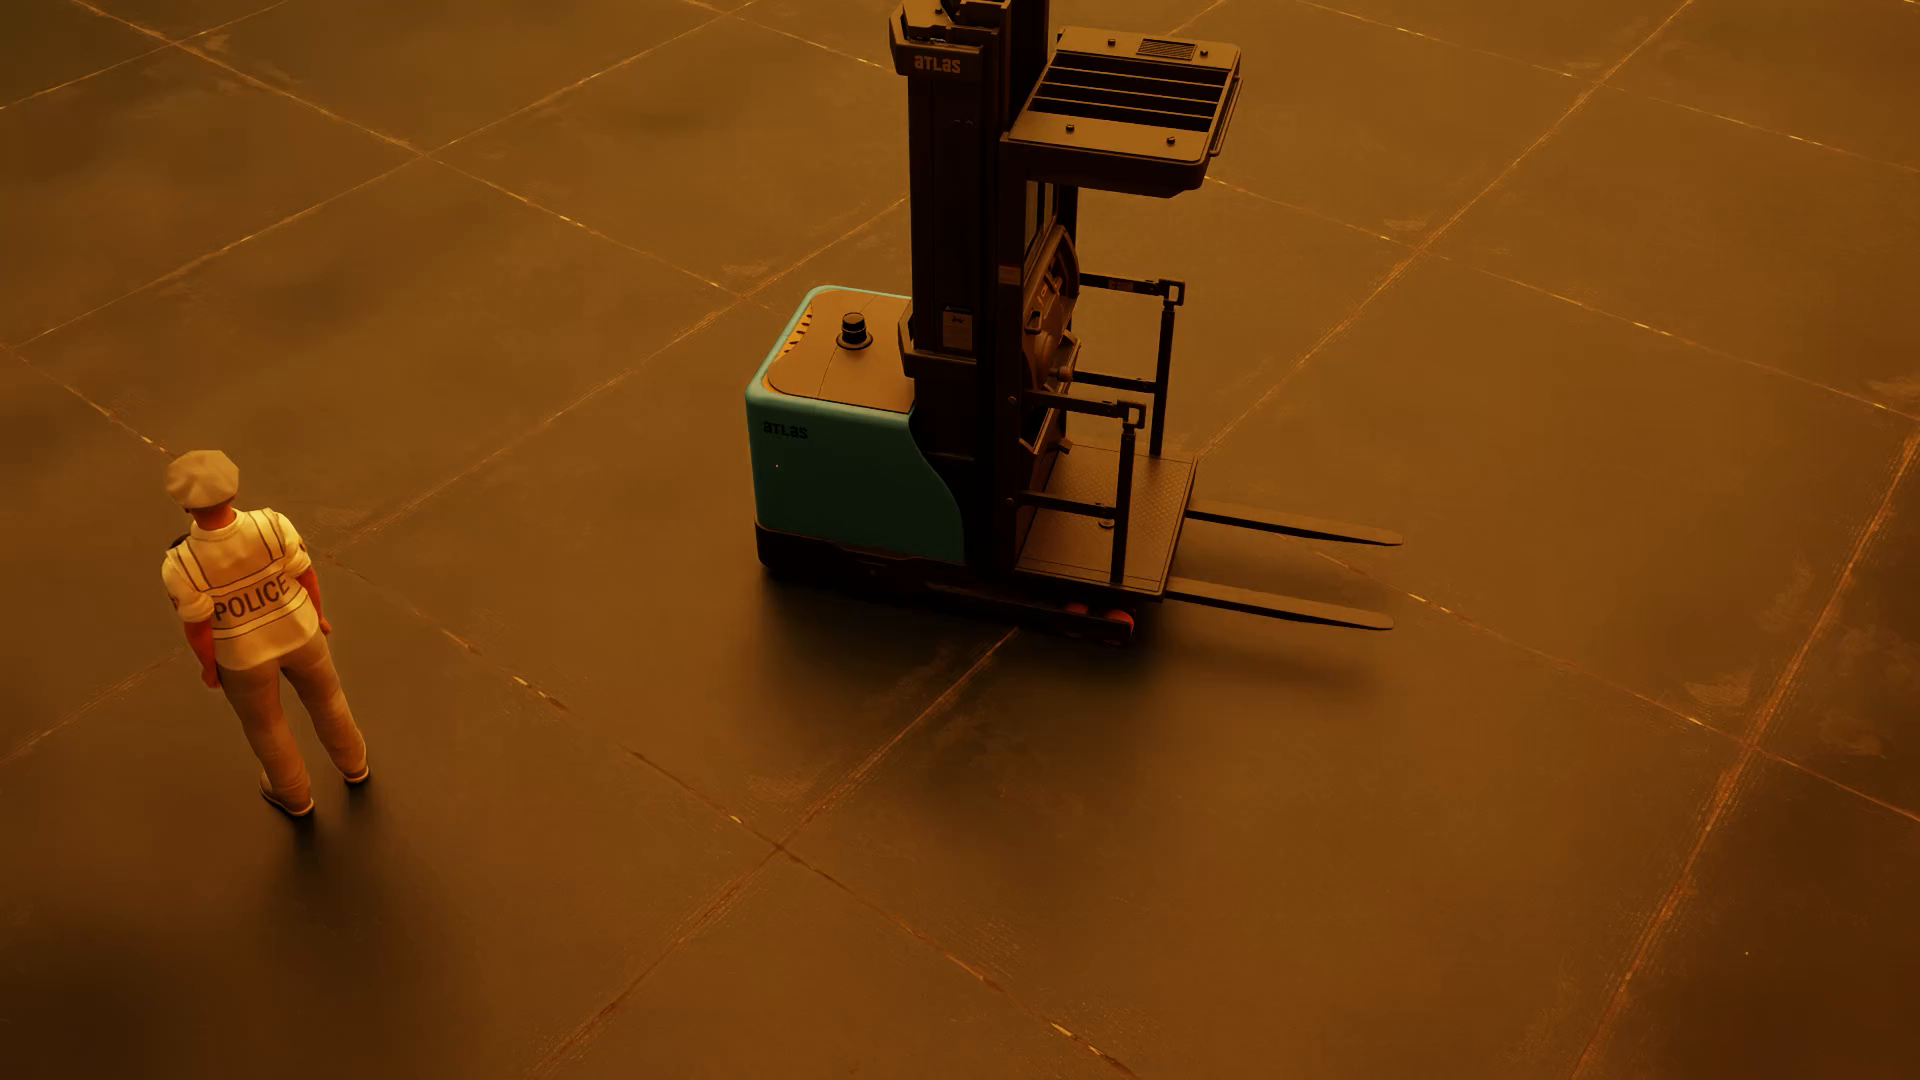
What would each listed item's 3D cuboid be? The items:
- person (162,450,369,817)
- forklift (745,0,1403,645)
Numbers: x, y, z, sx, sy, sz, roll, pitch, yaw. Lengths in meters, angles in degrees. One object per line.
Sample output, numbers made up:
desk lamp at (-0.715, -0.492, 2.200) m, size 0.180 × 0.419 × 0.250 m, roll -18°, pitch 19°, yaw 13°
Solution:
person at (-2.745, 0.374, 6.530) m, size 0.523 × 1.775 × 0.410 m, roll -29°, pitch 48°, yaw -29°
forklift at (0.587, -1.011, 7.260) m, size 3.031 × 2.935 × 1.130 m, roll 10°, pitch 41°, yaw 12°
